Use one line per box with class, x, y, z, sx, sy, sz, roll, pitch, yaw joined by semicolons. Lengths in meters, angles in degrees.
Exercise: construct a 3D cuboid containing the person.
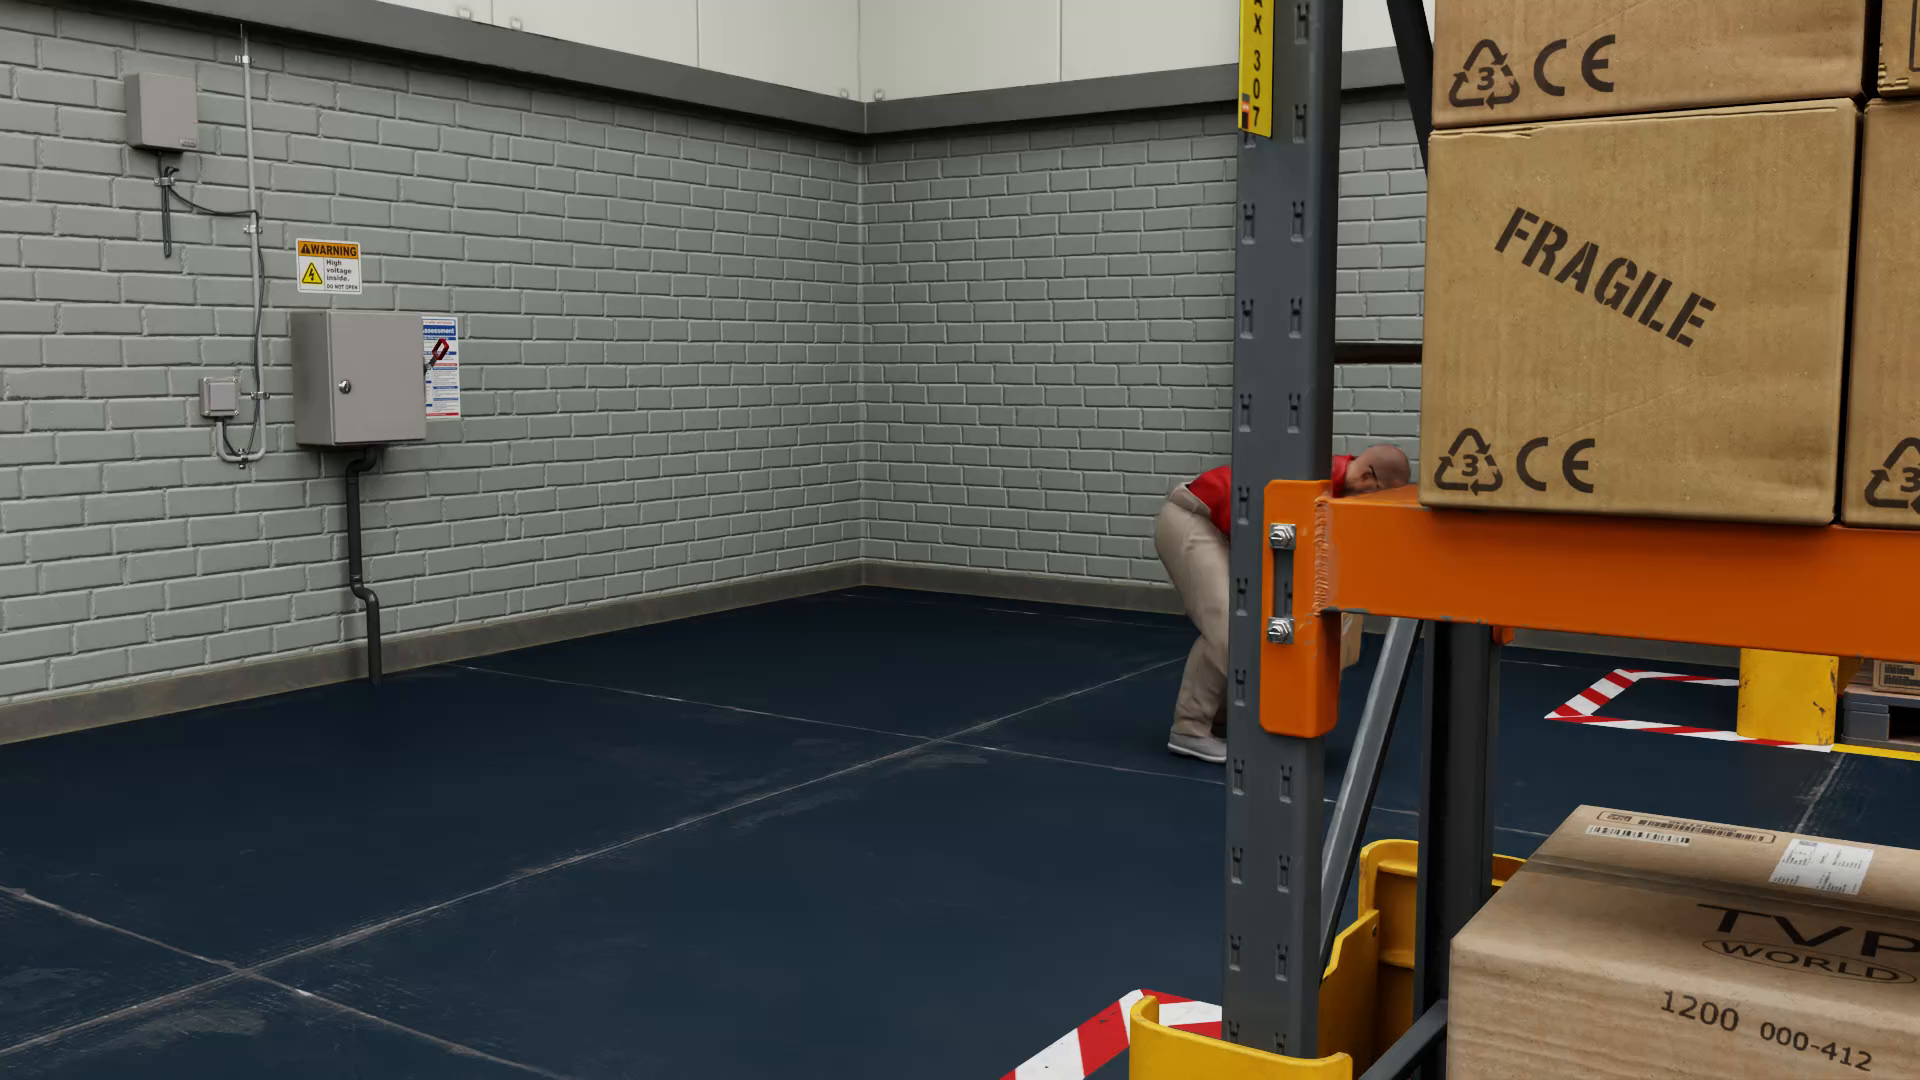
person;1.192;0.231;6.207;0.940;1.198;0.485;4;7;32
